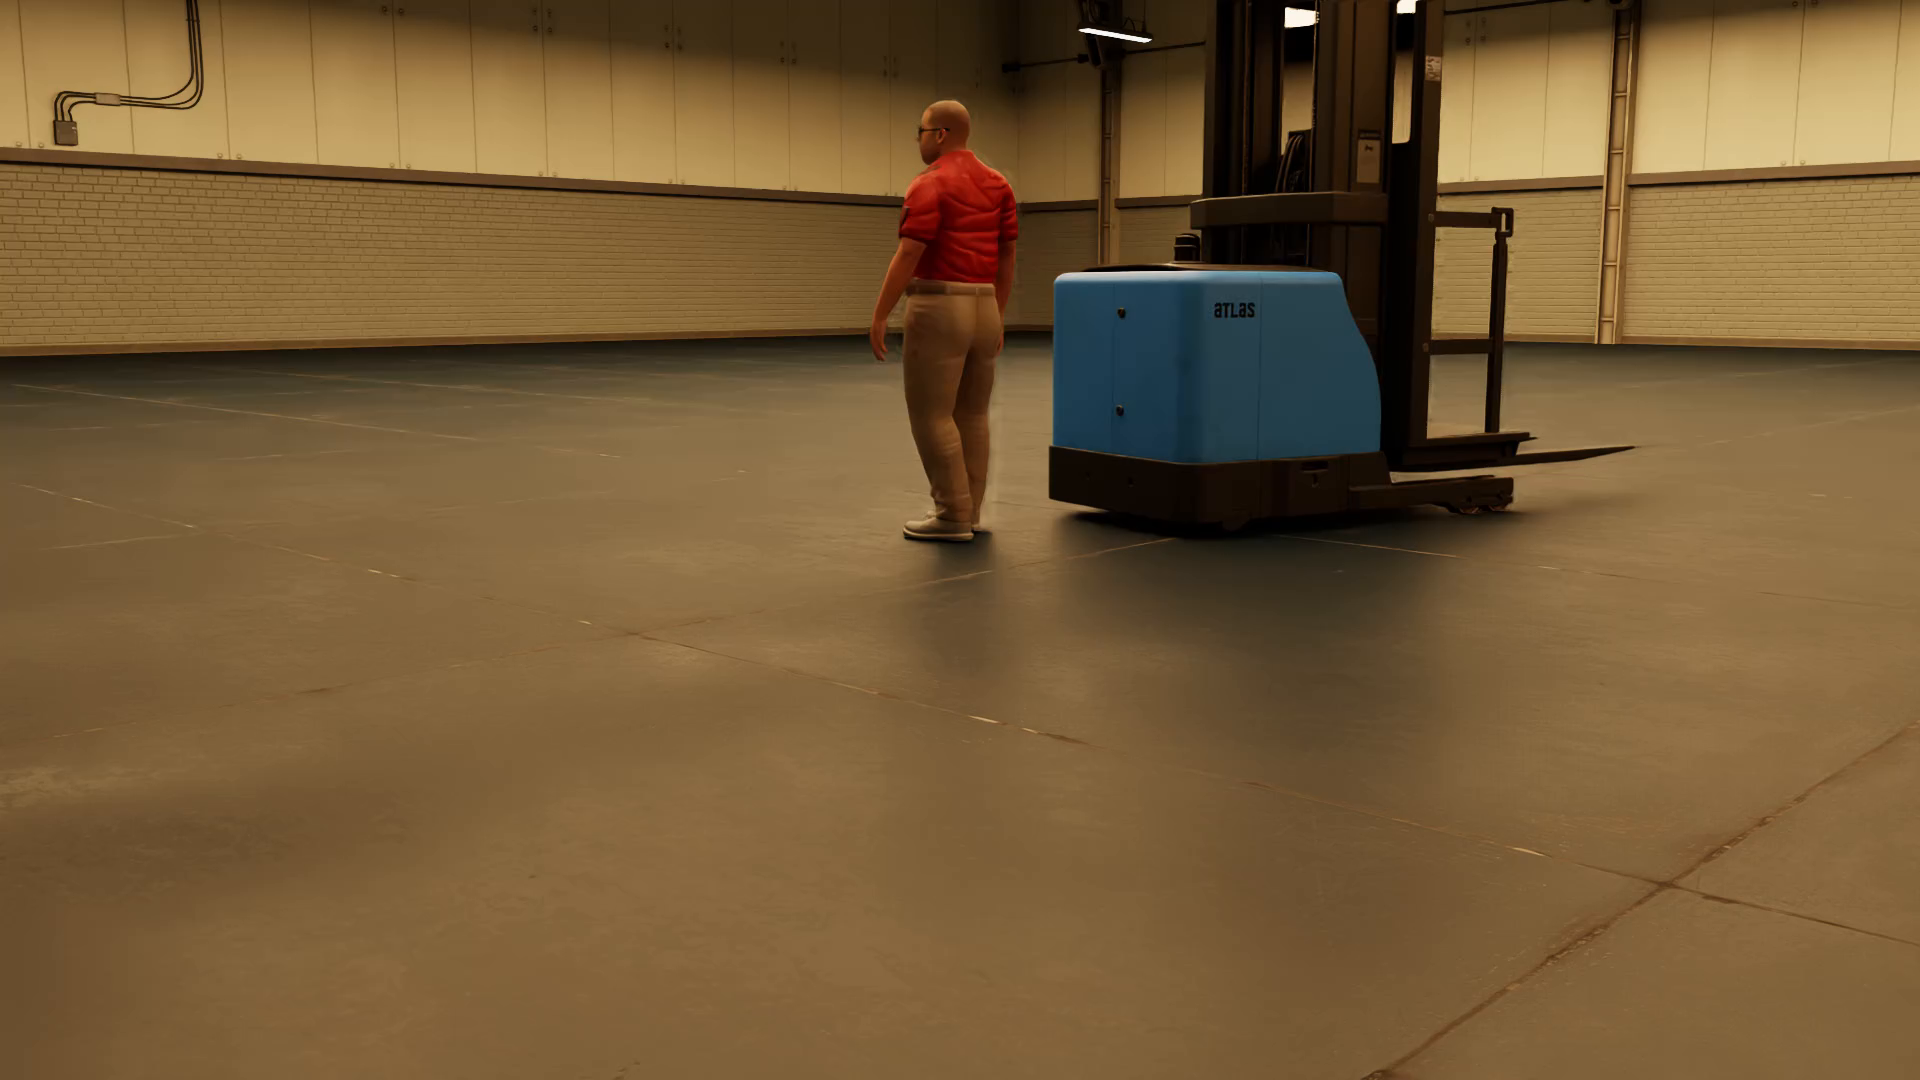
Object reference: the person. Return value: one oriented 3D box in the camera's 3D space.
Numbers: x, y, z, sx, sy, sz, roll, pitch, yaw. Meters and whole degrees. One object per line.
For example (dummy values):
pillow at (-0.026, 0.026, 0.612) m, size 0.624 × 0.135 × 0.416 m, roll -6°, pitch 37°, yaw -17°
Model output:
person at (-0.117, -0.865, 6.666) m, size 0.521 × 1.724 × 0.669 m, roll 7°, pitch 11°, yaw 40°

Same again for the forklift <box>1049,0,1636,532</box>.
forklift at (1.925, -1.622, 7.643) m, size 3.031 × 2.935 × 1.130 m, roll -5°, pitch 10°, yaw -31°
